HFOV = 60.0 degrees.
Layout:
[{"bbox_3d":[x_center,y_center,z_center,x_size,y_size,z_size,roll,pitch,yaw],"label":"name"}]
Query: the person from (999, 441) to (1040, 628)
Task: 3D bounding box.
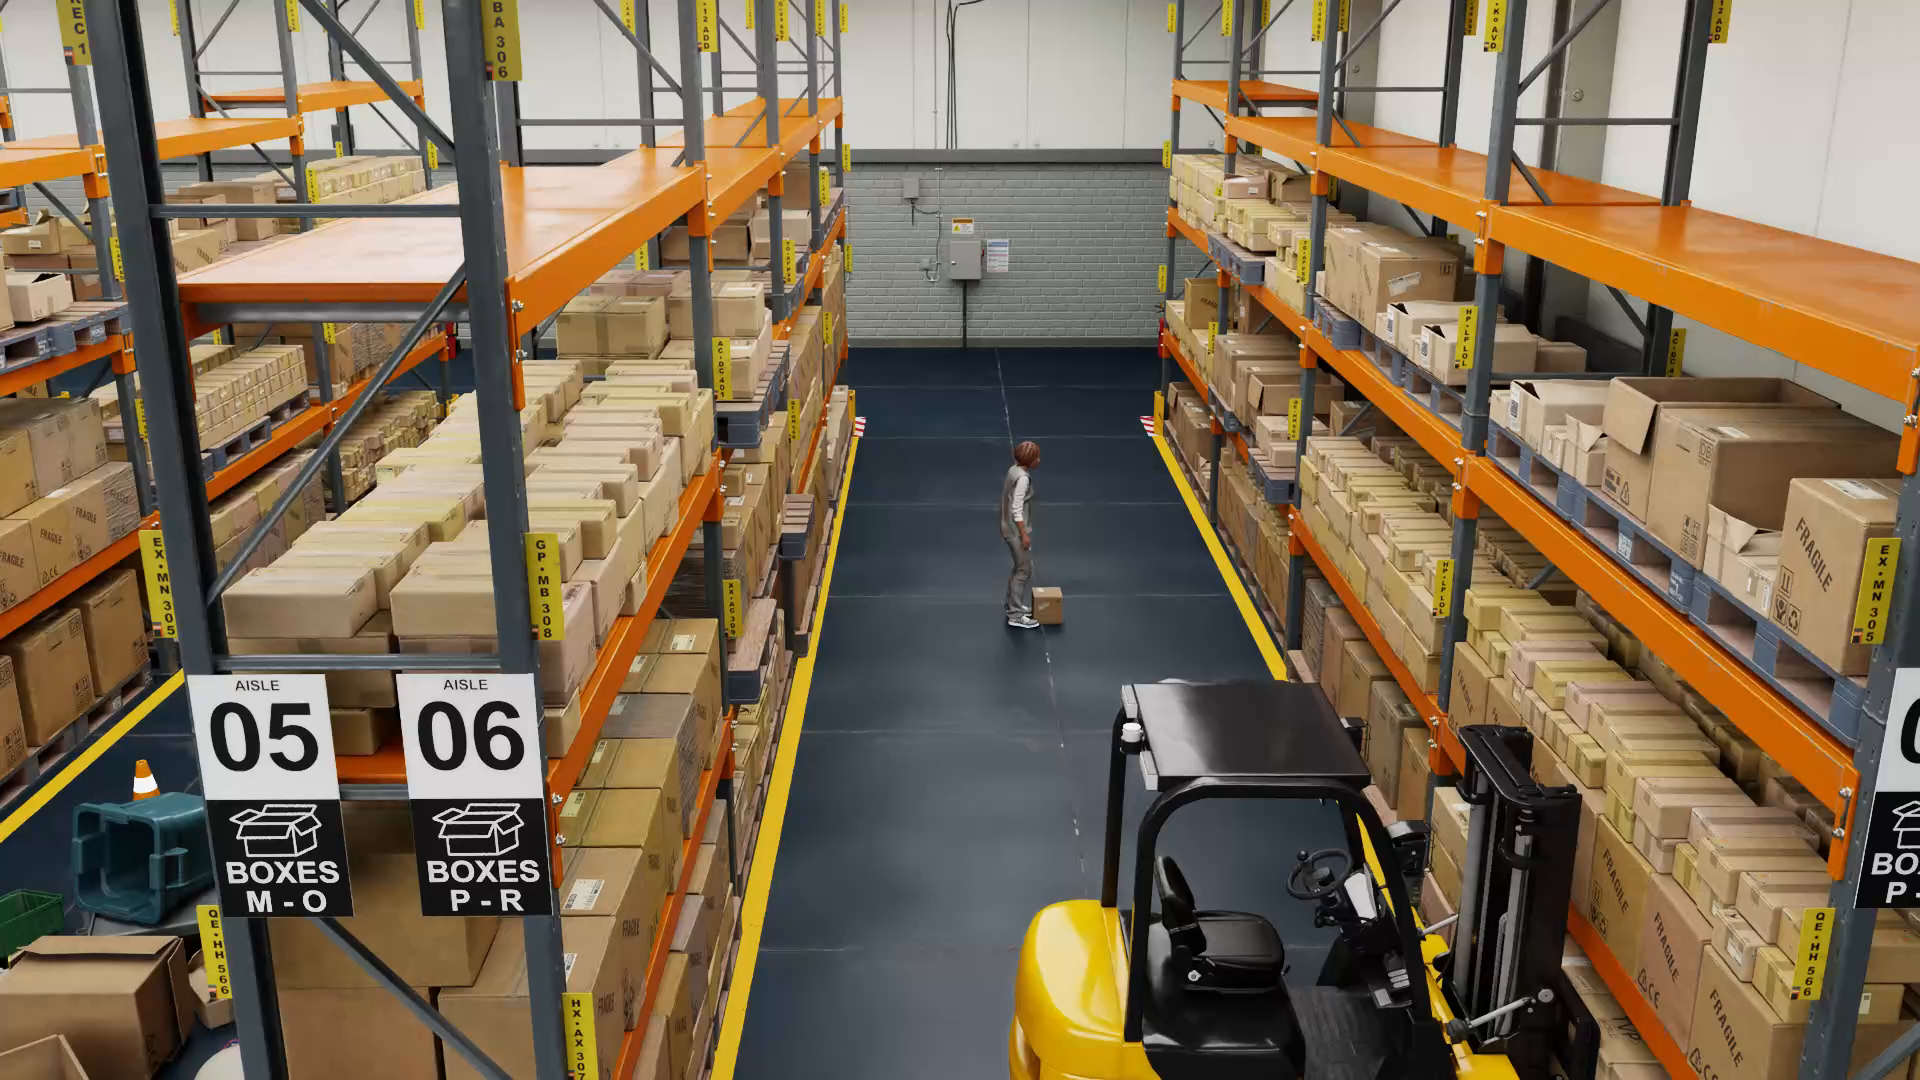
[{"bbox_3d":[0.509,-0.059,14.261,0.344,1.581,0.462,-1,17,-3],"label":"person"}]
